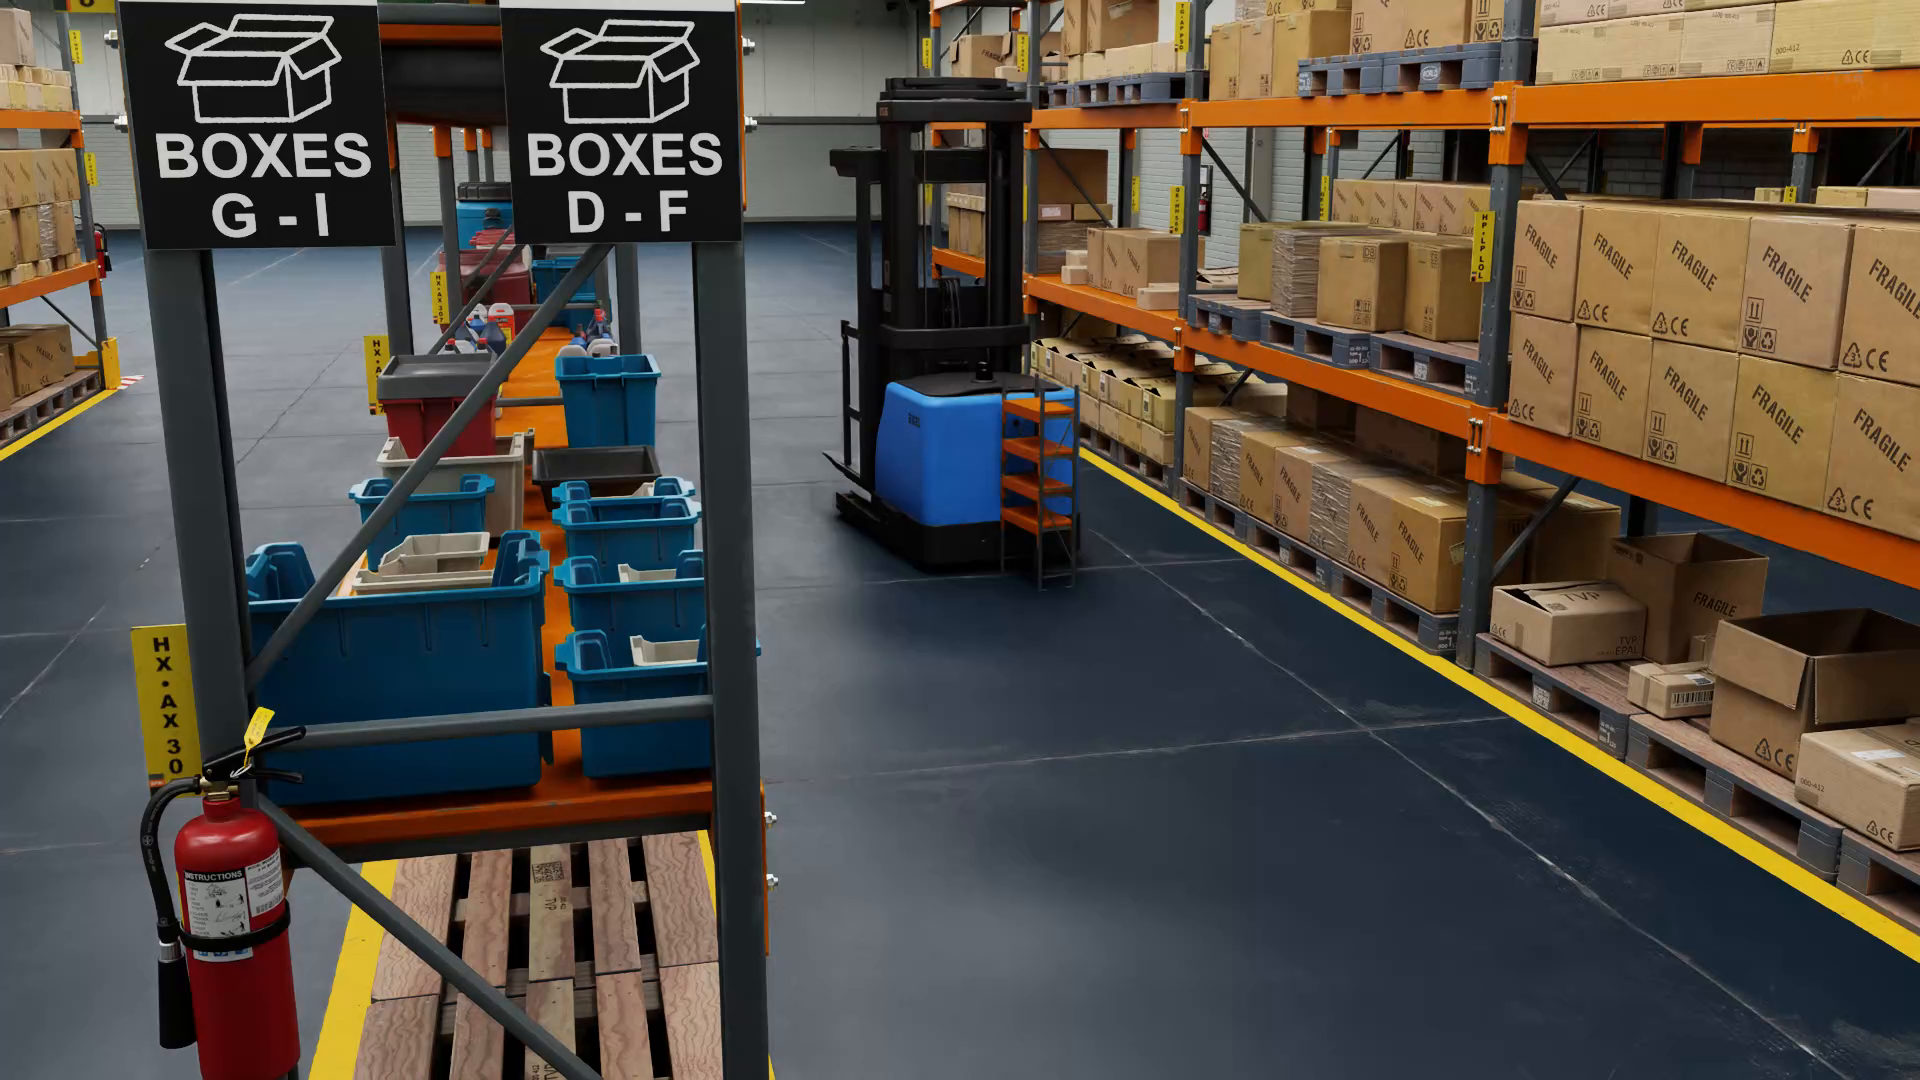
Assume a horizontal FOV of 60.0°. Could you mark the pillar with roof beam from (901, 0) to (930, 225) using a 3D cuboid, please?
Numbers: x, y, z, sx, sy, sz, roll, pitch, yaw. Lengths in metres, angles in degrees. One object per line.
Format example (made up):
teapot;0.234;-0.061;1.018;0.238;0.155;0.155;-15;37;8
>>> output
pillar with roof beam;-5.242;-13.370;46.691;9.100;9.000;0.548;-3;14;-13

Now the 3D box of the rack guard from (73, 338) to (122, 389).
rack guard;-9.443;-1.828;17.356;1.175;0.500;0.348;-3;14;-13

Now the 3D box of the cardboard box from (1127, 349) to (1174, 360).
cardboard box;1.726;-1.517;14.541;0.500;0.311;0.500;-3;14;-13

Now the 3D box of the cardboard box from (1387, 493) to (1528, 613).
cardboard box;2.593;0.060;8.701;0.500;0.500;0.500;-3;14;-13

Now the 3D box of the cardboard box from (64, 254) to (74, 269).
cardboard box;-9.026;-2.771;16.478;0.380;0.149;0.250;-3;14;-13

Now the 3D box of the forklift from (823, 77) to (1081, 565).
forklift;-0.225;-1.578;11.211;1.130;2.935;3.031;-5;15;-19

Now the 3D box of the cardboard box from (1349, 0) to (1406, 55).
cardboard box;2.625;-3.029;9.378;0.600;0.600;0.600;-4;14;-15

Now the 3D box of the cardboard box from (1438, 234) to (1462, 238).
cardboard box;5.408;-3.110;17.610;0.500;0.250;0.500;-3;14;-13

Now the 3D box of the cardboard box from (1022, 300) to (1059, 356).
cardboard box;0.681;-2.132;16.660;0.500;0.500;0.500;-3;14;-13

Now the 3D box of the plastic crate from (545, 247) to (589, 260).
plastic crate;-2.850;-1.911;12.295;0.402;0.464;0.583;-3;14;-13

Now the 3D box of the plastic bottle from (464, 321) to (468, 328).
plastic bottle;-2.785;-1.091;9.343;0.097;0.271;0.097;0;14;0

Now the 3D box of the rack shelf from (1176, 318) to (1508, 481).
rack shelf;2.518;-0.955;10.030;1.077;0.370;4.000;-3;14;-13

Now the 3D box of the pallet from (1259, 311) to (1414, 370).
pallet;2.509;-1.224;10.021;1.003;0.211;1.213;-3;14;-13

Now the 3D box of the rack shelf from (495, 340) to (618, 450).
rack shelf;-2.298;-0.679;8.903;1.077;0.370;4.000;-3;14;-13

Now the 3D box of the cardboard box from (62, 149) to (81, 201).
cardboard box;-9.092;-3.625;16.502;0.500;0.500;0.500;-3;14;-13

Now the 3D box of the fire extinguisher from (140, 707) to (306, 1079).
fire extinguisher;-1.295;0.634;2.960;0.296;0.674;0.183;-3;14;-13

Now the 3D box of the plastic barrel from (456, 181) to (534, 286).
plastic barrel;-3.911;-2.551;13.990;0.600;0.901;0.708;-3;14;-13

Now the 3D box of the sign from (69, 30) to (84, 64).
sign;-8.917;-4.973;16.777;0.100;0.325;0.005;-3;14;-13

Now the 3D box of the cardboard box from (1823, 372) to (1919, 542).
cardboard box;3.320;-0.292;5.589;0.500;0.500;0.500;-3;14;-13

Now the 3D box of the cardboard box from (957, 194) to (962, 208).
cardboard box;0.174;-3.754;18.394;0.380;0.149;0.250;-3;14;-13

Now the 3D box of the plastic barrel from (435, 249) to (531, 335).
plastic barrel;-3.171;-1.646;11.059;0.600;0.536;0.708;-3;14;-13

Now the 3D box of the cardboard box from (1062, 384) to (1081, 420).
cardboard box;1.206;-1.212;14.478;0.500;0.250;0.500;-4;14;-15

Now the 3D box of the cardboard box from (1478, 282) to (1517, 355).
cardboard box;3.094;-1.217;8.493;0.700;0.500;0.500;-9;16;-32

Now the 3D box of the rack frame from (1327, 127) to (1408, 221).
rack frame;4.983;-3.888;20.521;1.000;3.000;0.127;-3;14;-13

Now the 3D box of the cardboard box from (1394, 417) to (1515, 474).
cardboard box;2.876;-0.562;9.668;0.500;0.250;0.500;-3;14;-13

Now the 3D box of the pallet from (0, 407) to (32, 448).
pallet;-8.714;-0.935;14.311;1.003;0.211;1.213;-3;14;-13

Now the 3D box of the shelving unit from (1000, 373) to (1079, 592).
shelving unit;0.462;-0.347;9.809;0.258;1.200;0.503;-6;16;-24

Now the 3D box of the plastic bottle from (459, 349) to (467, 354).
plastic bottle;-2.439;-0.781;8.064;0.152;0.276;0.135;-3;14;-13

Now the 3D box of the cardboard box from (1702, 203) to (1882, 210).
cardboard box;3.481;-1.157;7.024;0.500;0.500;0.500;-4;14;-14

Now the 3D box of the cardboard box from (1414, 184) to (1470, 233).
cardboard box;5.281;-3.590;17.994;0.500;0.500;0.500;-4;14;-15

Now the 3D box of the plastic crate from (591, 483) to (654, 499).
plastic crate;-1.127;-0.084;5.378;0.293;0.136;0.466;-3;14;-13

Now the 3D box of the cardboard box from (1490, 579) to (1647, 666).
cardboard box;2.876;0.359;7.877;0.500;0.311;0.500;-3;14;-13

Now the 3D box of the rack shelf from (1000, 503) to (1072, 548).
rack shelf;0.461;-0.089;9.874;0.258;0.148;0.480;-6;16;-24

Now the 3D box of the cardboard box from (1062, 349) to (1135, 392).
cardboard box;1.199;-1.485;14.411;0.500;0.311;0.500;-4;14;-15

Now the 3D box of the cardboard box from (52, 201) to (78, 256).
cardboard box;-9.124;-3.016;16.113;0.875;0.500;0.500;-3;14;-13

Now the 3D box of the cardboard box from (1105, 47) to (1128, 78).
cardboard box;1.498;-3.832;13.403;0.500;0.250;0.500;-5;14;-18

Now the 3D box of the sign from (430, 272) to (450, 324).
sign;-3.301;-1.537;10.555;0.100;0.325;0.005;-3;14;-13

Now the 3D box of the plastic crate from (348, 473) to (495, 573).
plastic crate;-1.620;-0.052;5.046;0.416;0.233;0.300;-3;14;-13

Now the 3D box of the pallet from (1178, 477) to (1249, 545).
pallet;2.187;-0.237;11.450;1.003;0.211;1.213;-3;14;-13

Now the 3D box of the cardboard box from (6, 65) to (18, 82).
cardboard box;-8.775;-4.225;15.055;0.380;0.149;0.250;-4;14;-16

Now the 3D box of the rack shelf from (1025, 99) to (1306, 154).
rack shelf;1.578;-3.335;13.451;1.077;0.370;4.000;-3;14;-13

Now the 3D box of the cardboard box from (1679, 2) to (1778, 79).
cardboard box;3.091;-1.870;6.257;0.500;0.250;0.500;-3;14;-13

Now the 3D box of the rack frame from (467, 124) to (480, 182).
rack frame;-3.707;-2.413;14.484;1.000;3.000;0.127;-3;14;-13

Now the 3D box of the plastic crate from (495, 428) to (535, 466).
plastic crate;-1.858;-0.353;6.482;0.396;0.136;0.243;-3;14;-13

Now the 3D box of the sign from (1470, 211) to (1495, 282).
sign;2.449;-1.373;7.789;0.100;0.325;0.005;-3;14;-13

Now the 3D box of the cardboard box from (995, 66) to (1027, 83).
cardboard box;0.560;-4.558;16.294;0.380;0.149;0.250;-3;14;-13

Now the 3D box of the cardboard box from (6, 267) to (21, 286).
cardboard box;-8.498;-2.313;14.603;0.380;0.149;0.250;-3;14;-13

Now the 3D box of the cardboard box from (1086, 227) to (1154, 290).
cardboard box;1.397;-2.437;14.372;0.500;0.500;0.500;-2;14;-9

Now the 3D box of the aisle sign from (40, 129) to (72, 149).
aisle sign;-9.184;-4.354;16.949;0.394;0.787;0.004;-3;14;-13

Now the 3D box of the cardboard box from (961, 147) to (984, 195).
cardboard box;0.408;-4.048;18.232;0.700;0.500;0.500;-4;14;-15

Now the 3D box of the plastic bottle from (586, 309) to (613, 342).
plastic bottle;-1.993;-1.094;9.189;0.144;0.351;0.185;-3;14;-13

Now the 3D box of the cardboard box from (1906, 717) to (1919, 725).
cardboard box;3.840;0.830;6.076;0.500;0.250;0.500;-3;14;-13

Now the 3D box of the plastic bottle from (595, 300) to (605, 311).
plastic bottle;-2.258;-1.364;10.436;0.061;0.283;0.133;-3;14;-13

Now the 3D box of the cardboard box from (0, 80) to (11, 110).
cardboard box;-8.614;-3.876;14.469;0.500;0.250;0.500;-4;14;-15

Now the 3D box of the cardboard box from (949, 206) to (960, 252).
cardboard box;0.266;-3.551;18.932;0.700;0.500;0.500;-3;14;-13

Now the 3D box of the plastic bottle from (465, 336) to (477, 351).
plastic bottle;-2.551;-0.922;8.654;0.097;0.271;0.097;0;14;0

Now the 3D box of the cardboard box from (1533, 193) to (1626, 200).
cardboard box;6.009;-3.108;16.191;0.700;0.500;0.500;-3;14;-13
